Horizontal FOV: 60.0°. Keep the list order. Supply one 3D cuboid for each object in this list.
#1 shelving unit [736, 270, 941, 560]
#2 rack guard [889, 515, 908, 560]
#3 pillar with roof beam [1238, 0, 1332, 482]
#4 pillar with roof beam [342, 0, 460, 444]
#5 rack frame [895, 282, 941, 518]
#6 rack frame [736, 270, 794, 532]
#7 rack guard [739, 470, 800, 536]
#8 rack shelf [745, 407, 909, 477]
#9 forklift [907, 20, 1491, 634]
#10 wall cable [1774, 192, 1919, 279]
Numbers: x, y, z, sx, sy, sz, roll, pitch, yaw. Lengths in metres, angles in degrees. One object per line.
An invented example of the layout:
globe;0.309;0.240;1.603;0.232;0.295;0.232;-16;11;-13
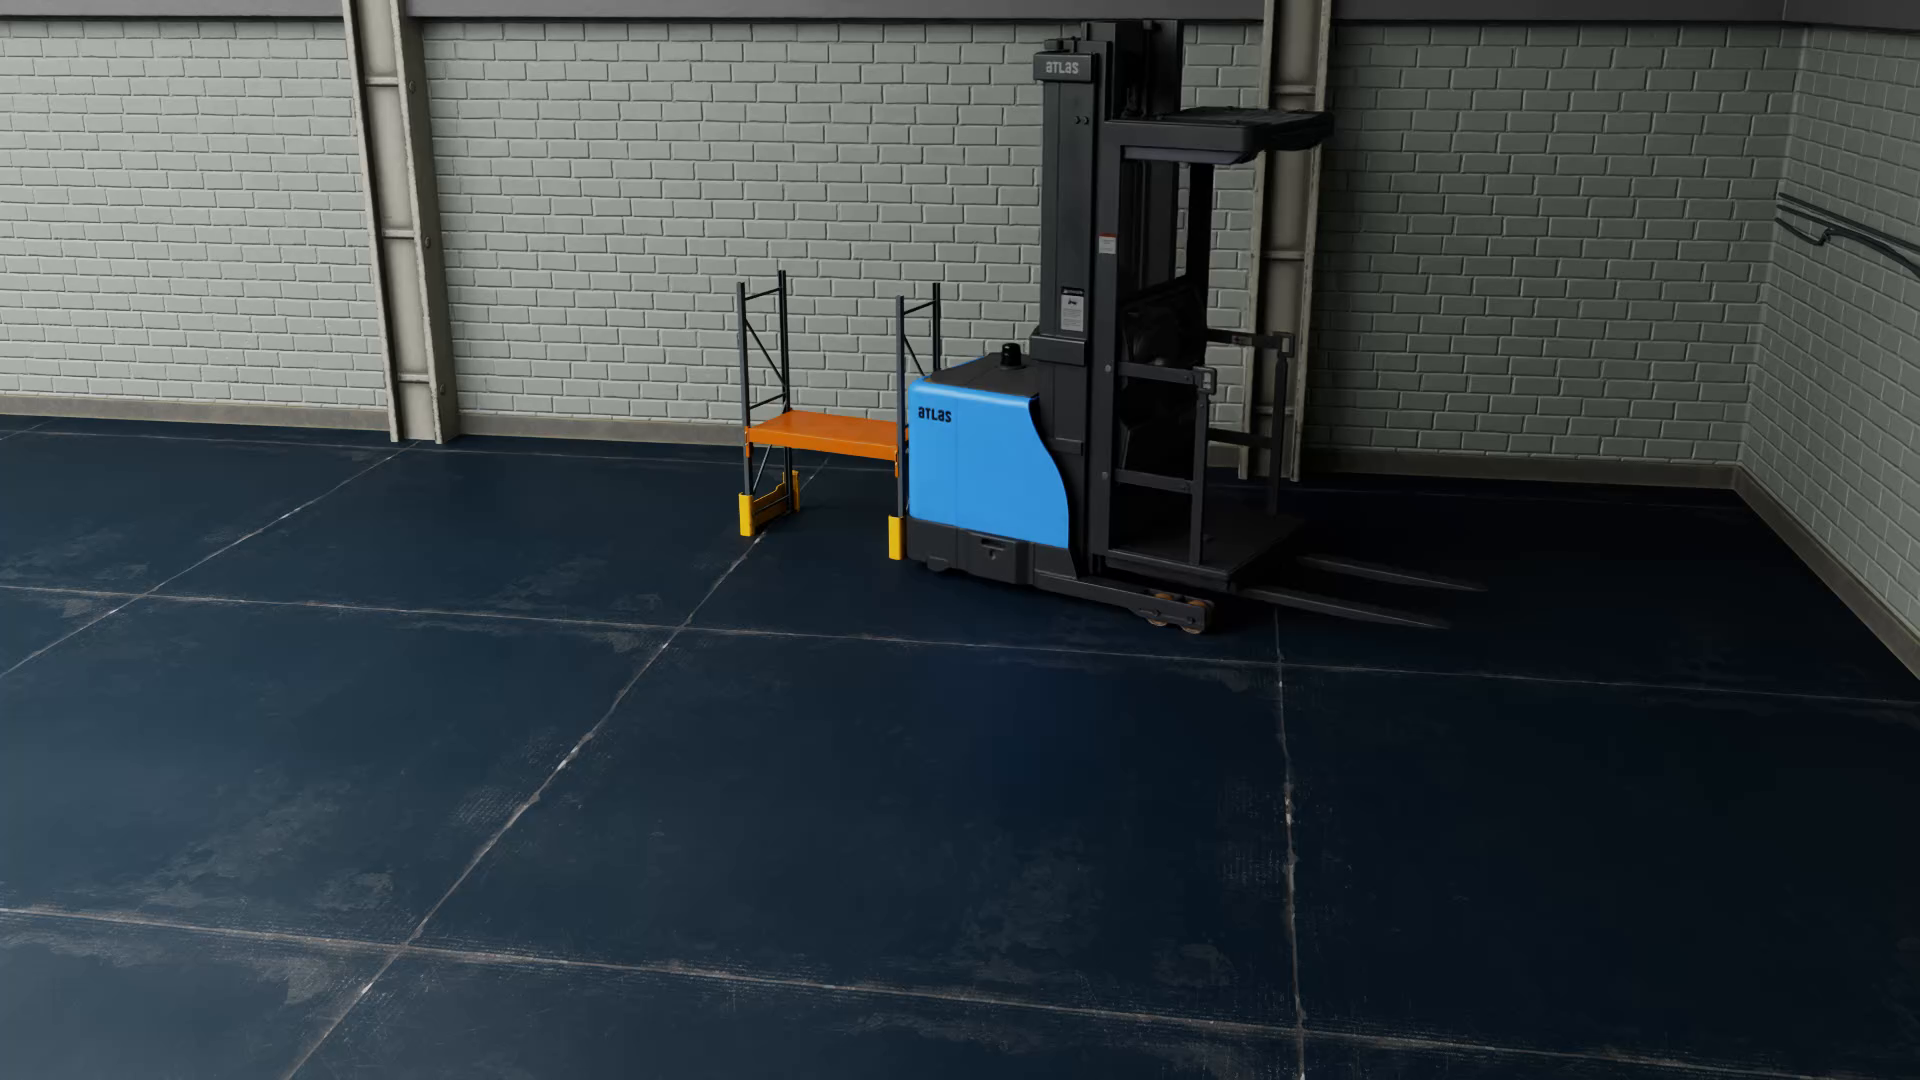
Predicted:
shelving unit;-0.700;-0.753;9.689;1.083;1.500;0.587;8;20;24
rack guard;-0.249;-0.093;9.687;0.087;0.250;0.587;8;20;24
pillar with roof beam;1.383;-3.361;5.665;0.400;9.000;9.100;3;19;9
pillar with roof beam;-4.541;-3.663;6.567;0.400;9.000;9.100;3;19;9
rack frame;-0.232;-0.683;9.481;0.032;1.500;0.500;8;20;24
rack frame;-1.152;-0.820;9.891;0.032;1.500;0.500;8;20;24
rack guard;-1.151;-0.227;10.088;0.087;0.250;0.587;8;20;24
rack shelf;-0.692;-0.581;9.743;1.000;0.185;0.538;8;20;24
forklift;1.222;-1.107;8.494;3.031;2.935;1.130;12;22;31
wall cable;4.764;-2.674;8.507;0.112;2.526;3.097;3;19;9
